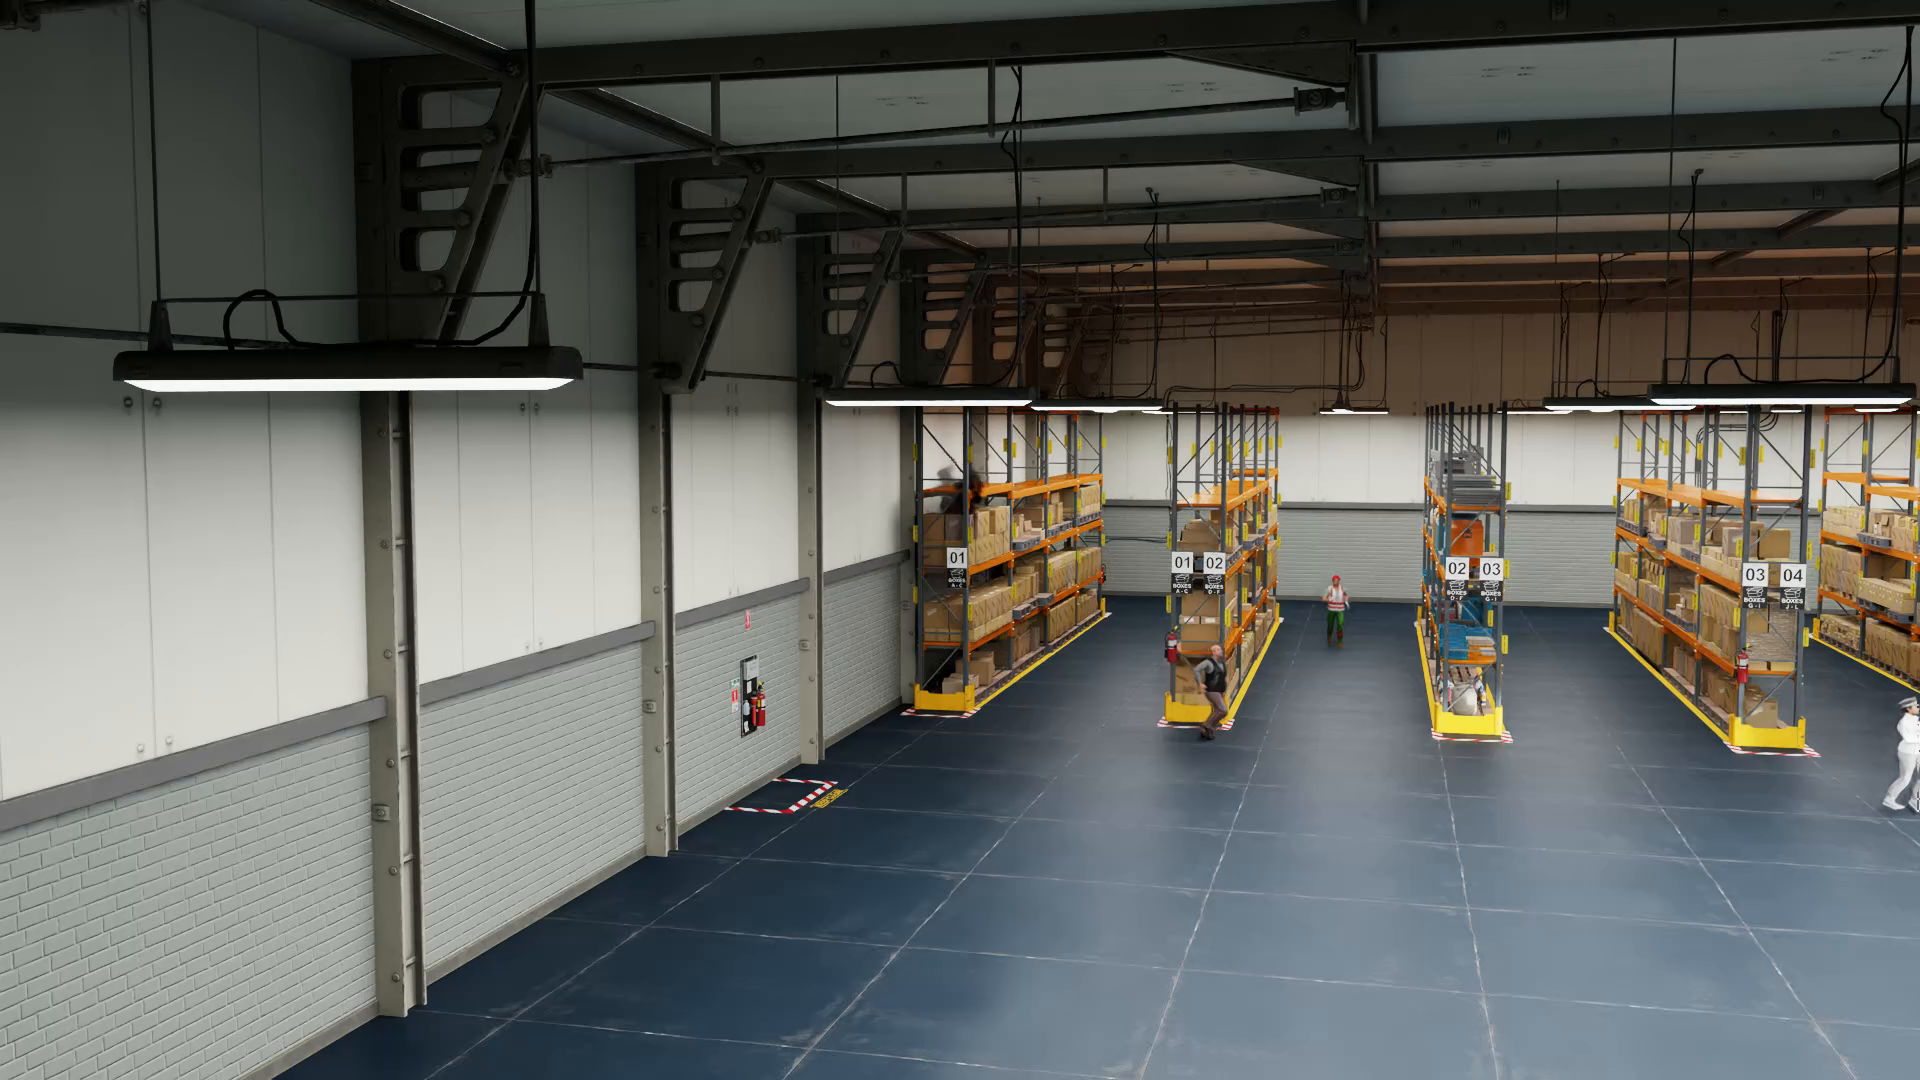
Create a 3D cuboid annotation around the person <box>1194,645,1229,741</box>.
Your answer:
[{"bbox_3d":[4.534,2.698,29.438,0.612,1.674,0.647,3,5,38],"label":"person"}]

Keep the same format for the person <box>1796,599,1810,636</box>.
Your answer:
[{"bbox_3d":[20.311,1.959,40.423,0.536,1.596,0.888,1,4,9],"label":"person"}]

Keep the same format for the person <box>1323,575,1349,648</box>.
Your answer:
[{"bbox_3d":[9.328,1.750,41.273,0.665,1.765,1.005,0,4,5],"label":"person"}]

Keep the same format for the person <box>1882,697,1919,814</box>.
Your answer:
[{"bbox_3d":[13.719,3.110,23.971,0.592,1.734,0.684,-4,6,-44],"label":"person"}]
